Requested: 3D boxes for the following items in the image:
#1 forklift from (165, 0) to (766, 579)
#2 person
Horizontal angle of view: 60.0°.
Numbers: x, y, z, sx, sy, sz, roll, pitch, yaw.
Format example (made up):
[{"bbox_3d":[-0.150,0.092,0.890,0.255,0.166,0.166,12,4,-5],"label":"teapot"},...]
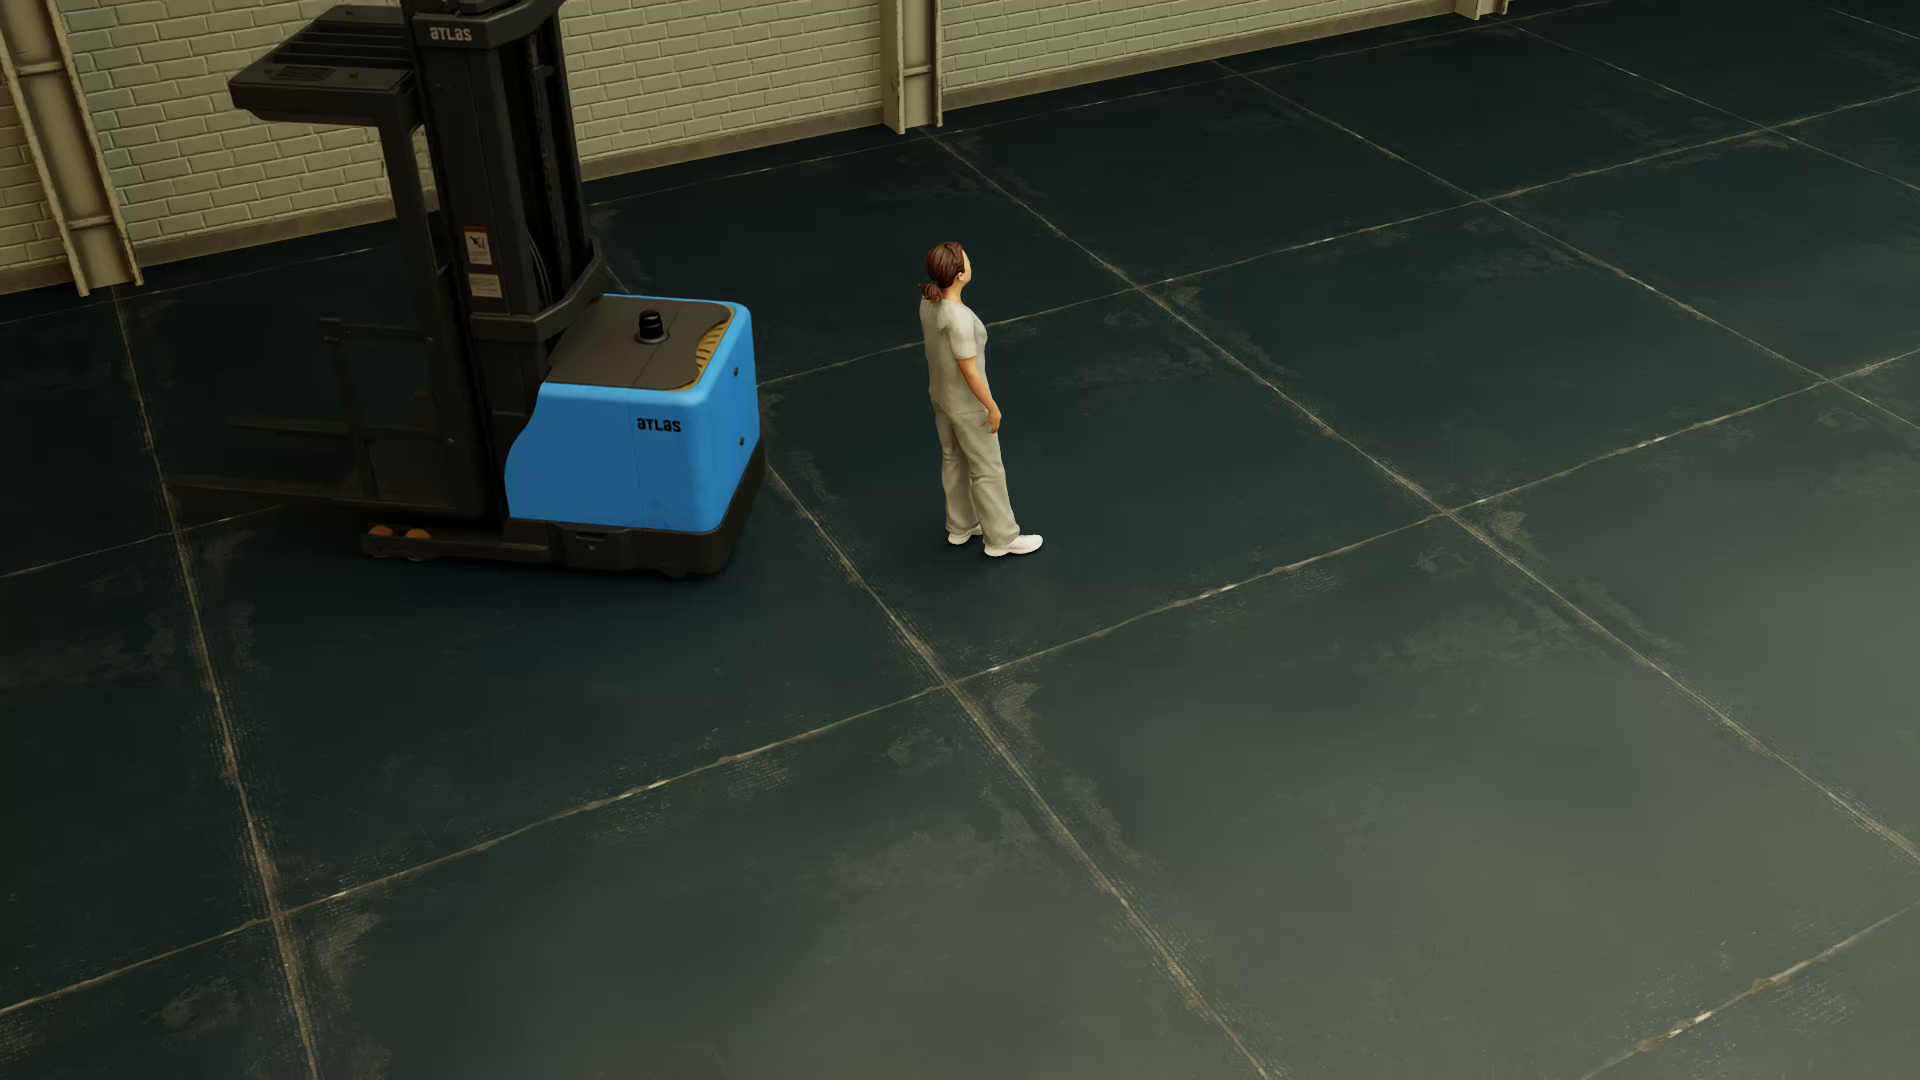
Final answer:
[{"bbox_3d":[-2.617,-1.384,8.081,3.031,2.935,1.130,5,36,7],"label":"forklift"},{"bbox_3d":[0.071,-0.703,8.193,0.549,1.675,0.550,-17,39,-23],"label":"person"}]
